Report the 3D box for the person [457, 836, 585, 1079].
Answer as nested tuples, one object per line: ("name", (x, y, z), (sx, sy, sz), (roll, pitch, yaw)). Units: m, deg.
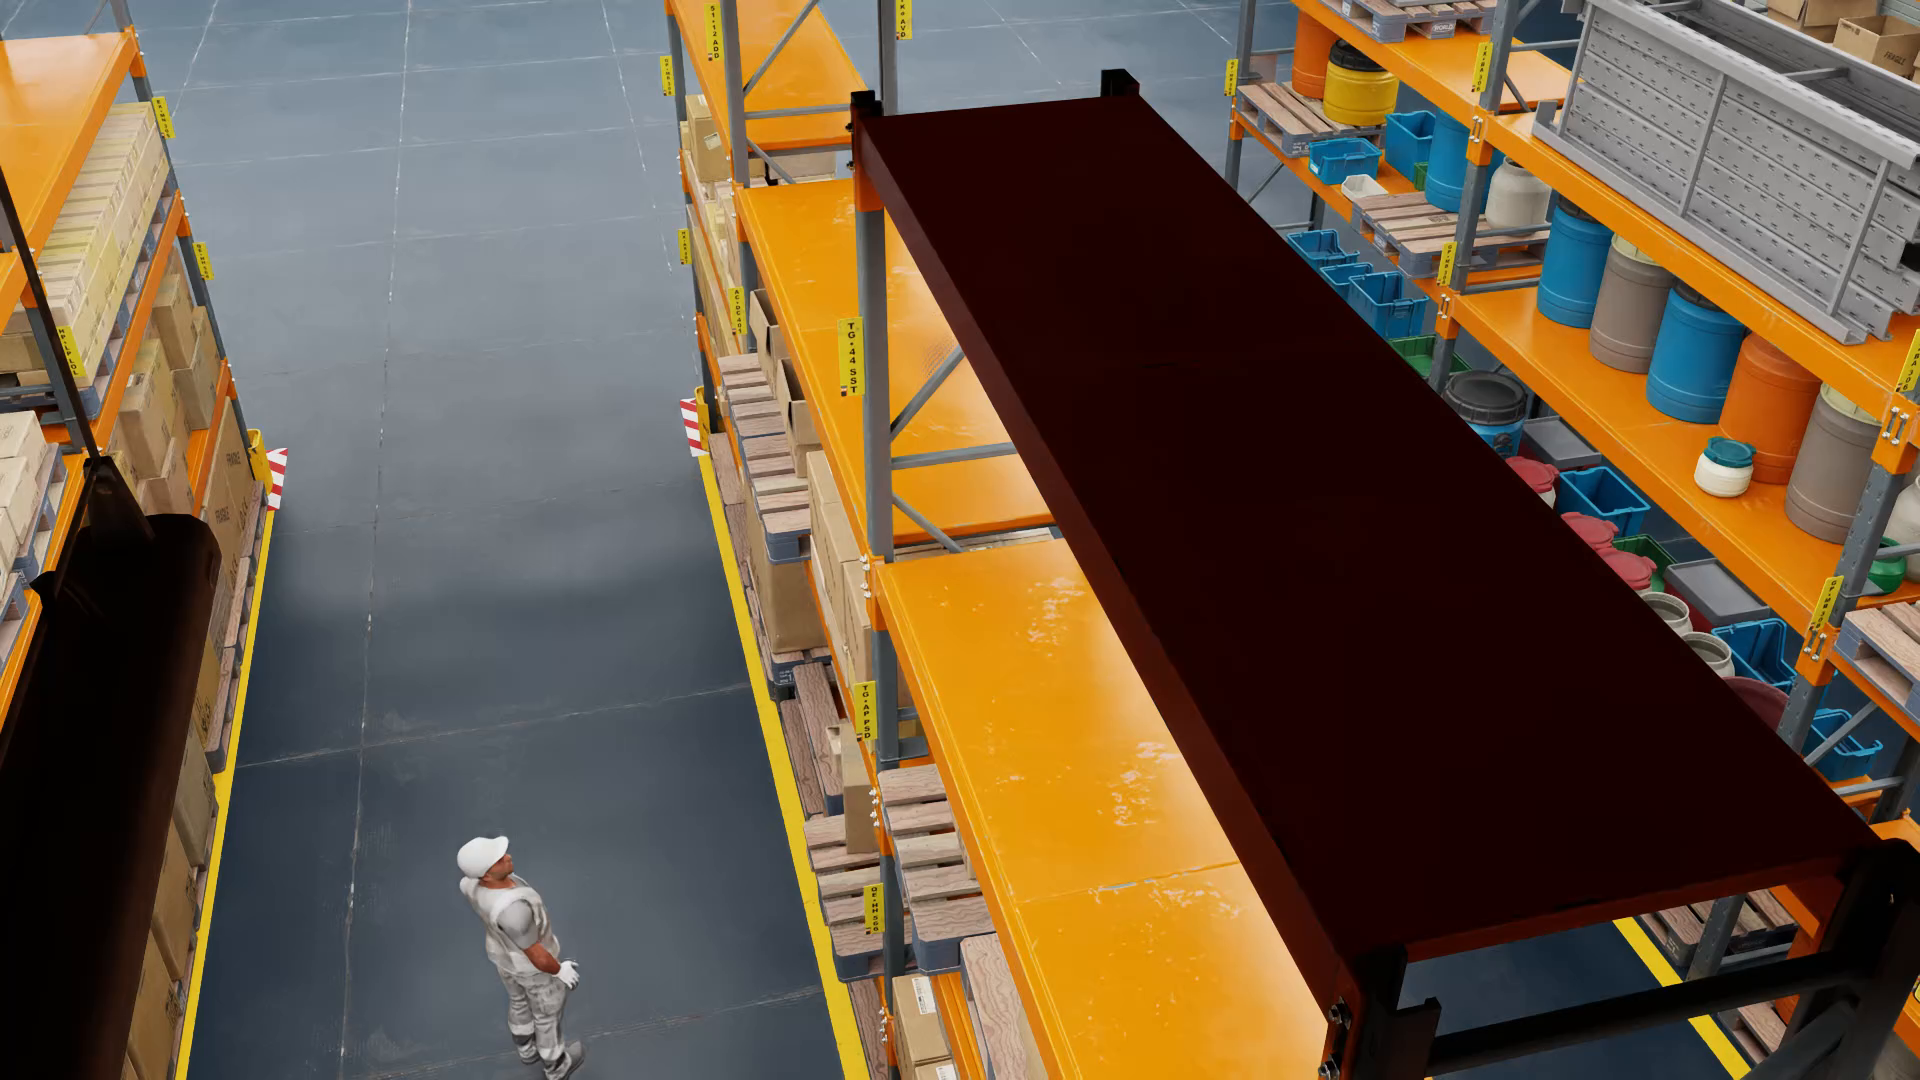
("person", (-2.318, 2.246, 8.934), (0.608, 1.800, 0.440), (21, 40, 28))
